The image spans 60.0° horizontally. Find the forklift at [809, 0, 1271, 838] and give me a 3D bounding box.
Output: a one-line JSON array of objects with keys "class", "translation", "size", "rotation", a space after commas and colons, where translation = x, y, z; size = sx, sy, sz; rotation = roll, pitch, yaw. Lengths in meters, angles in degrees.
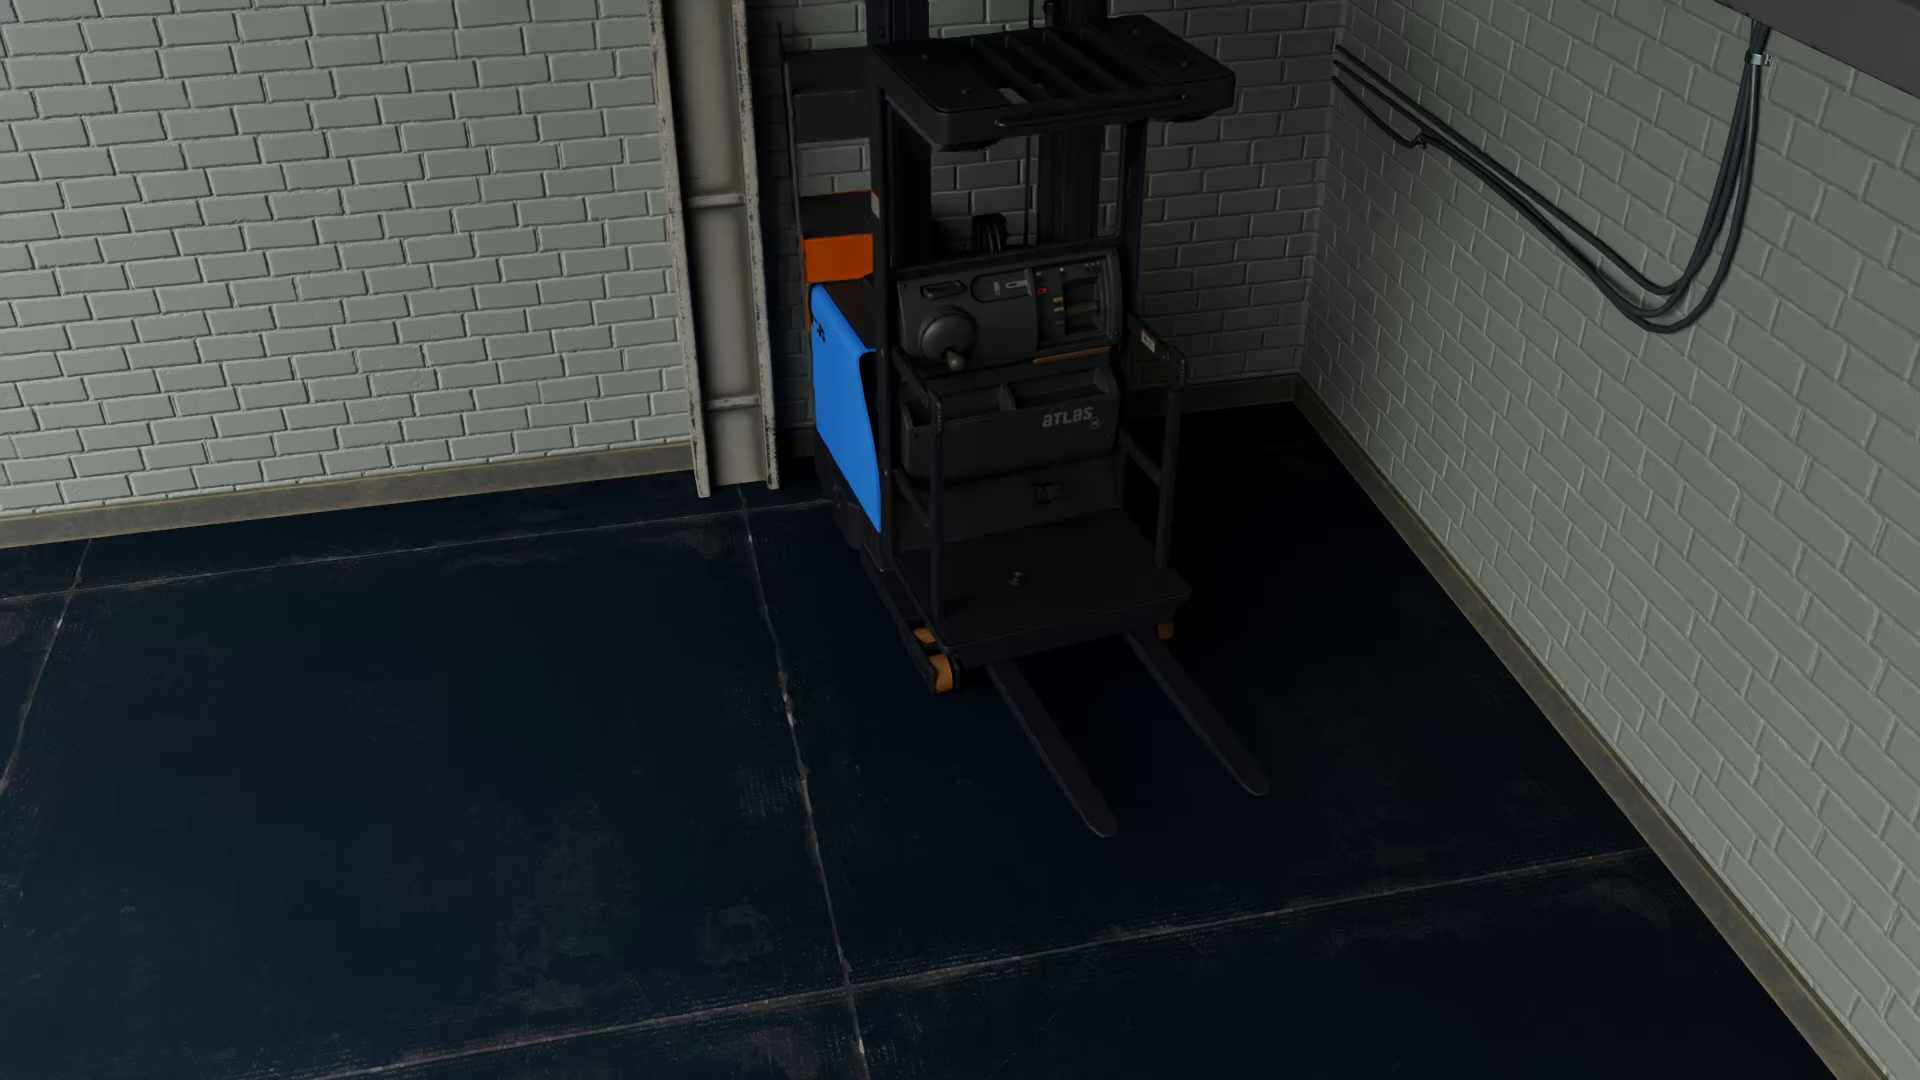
[{"class": "forklift", "translation": [0.282, -0.849, 6.385], "size": [1.130, 2.935, 3.031], "rotation": [-12, 36, -17]}]

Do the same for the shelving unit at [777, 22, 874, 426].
[{"class": "shelving unit", "translation": [-0.498, -1.326, 7.682], "size": [0.503, 2.100, 0.431], "rotation": [-6, 42, -7]}]

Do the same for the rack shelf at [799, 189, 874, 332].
[{"class": "rack shelf", "translation": [-0.498, -1.315, 7.691], "size": [0.480, 0.518, 0.431], "rotation": [-6, 42, -7]}]

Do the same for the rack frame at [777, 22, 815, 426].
[{"class": "rack frame", "translation": [-0.739, -1.299, 7.653], "size": [0.015, 2.100, 0.400], "rotation": [-6, 42, -7]}]

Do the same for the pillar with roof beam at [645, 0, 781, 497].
[{"class": "pillar with roof beam", "translation": [-0.155, -1.710, 2.223], "size": [0.400, 9.000, 9.100], "rotation": [-7, 35, -11]}]

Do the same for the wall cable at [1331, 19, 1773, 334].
[{"class": "wall cable", "translation": [2.061, -2.404, 6.043], "size": [0.112, 2.526, 3.097], "rotation": [-7, 35, -11]}]

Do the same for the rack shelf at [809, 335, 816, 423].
[{"class": "rack shelf", "translation": [-0.496, -0.794, 8.159], "size": [0.480, 0.518, 0.431], "rotation": [-6, 42, -7]}]

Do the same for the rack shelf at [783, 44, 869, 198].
[{"class": "rack shelf", "translation": [-0.499, -1.837, 7.224], "size": [0.480, 0.518, 0.431], "rotation": [-6, 42, -7]}]
